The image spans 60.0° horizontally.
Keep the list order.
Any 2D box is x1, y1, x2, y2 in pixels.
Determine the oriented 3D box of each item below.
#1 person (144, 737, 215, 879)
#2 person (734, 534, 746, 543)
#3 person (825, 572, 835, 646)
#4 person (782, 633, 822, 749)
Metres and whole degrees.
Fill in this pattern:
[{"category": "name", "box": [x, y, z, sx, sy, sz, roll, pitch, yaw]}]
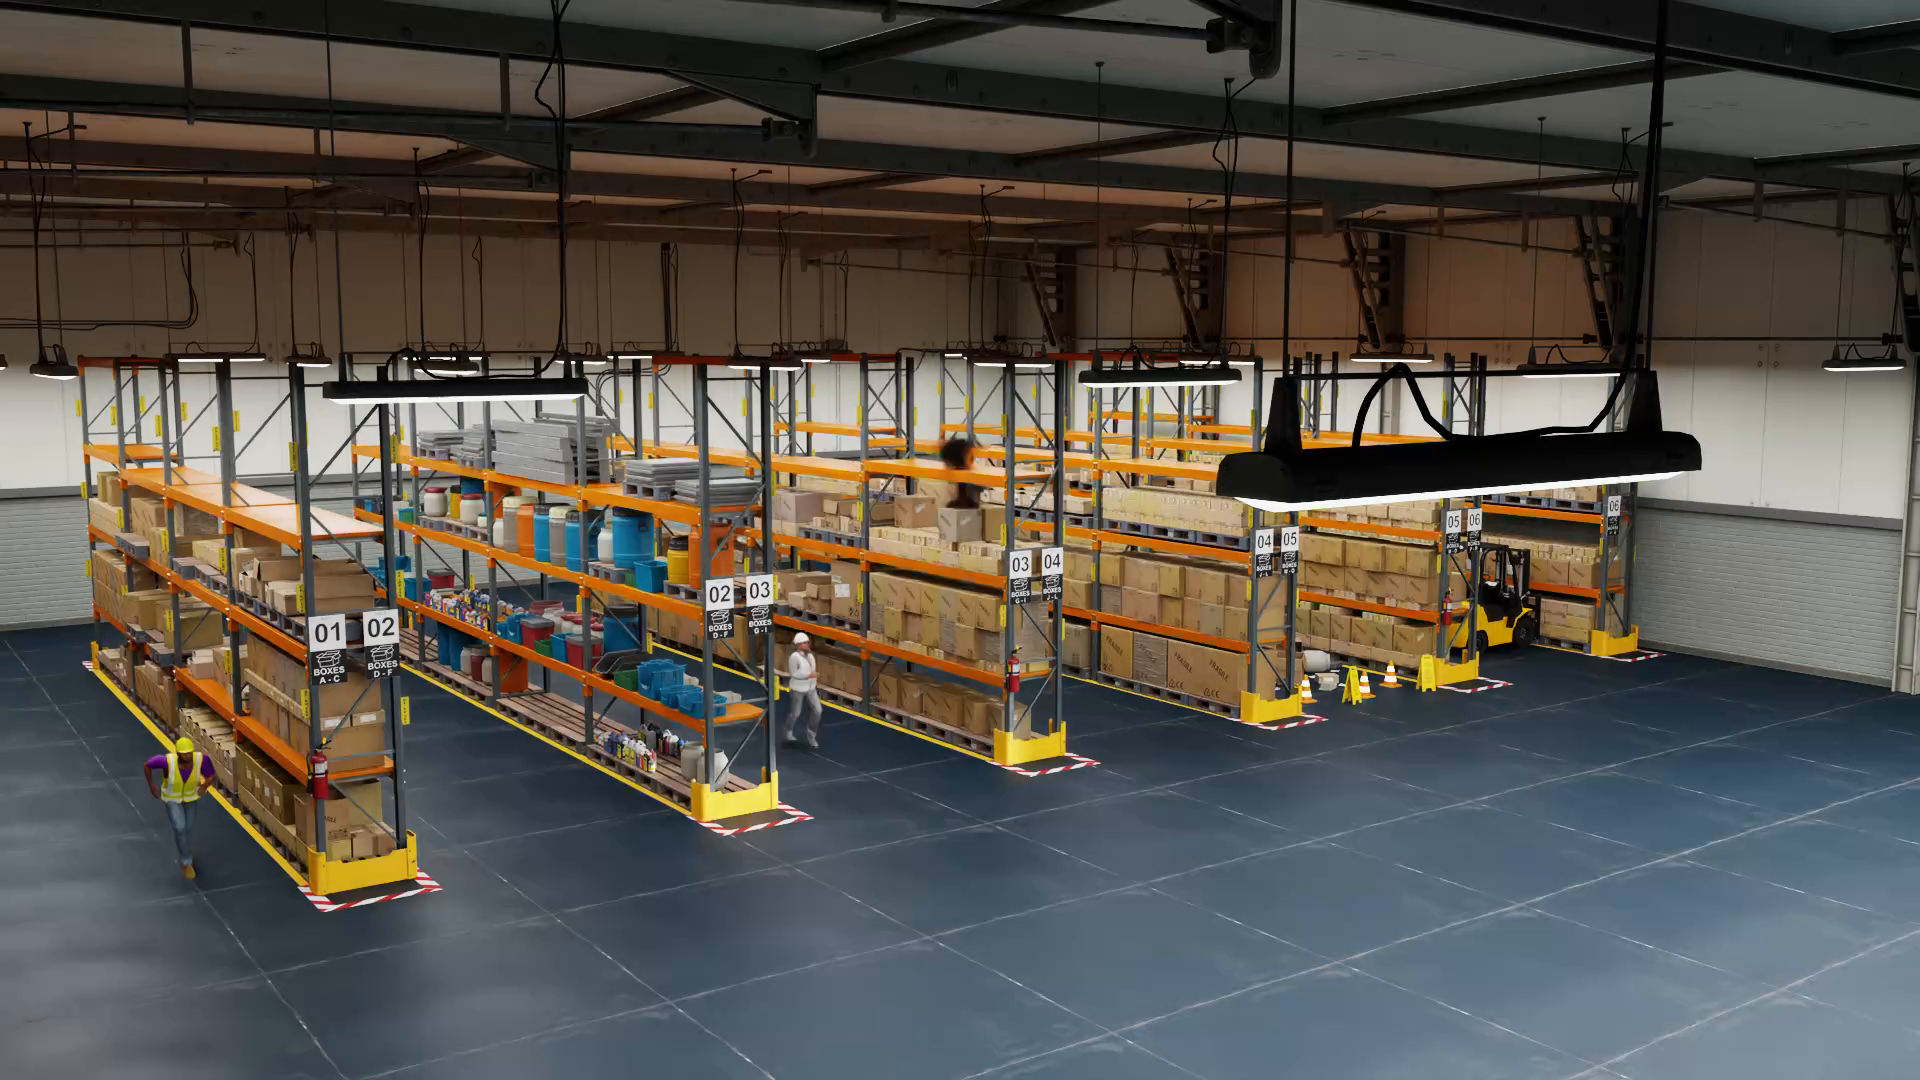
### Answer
[{"category": "person", "box": [-9.278, 3.134, 19.807, 0.754, 1.721, 1.041, -4, 8, -32]}, {"category": "person", "box": [-5.622, 0.512, 40.948, 0.795, 1.768, 0.684, 0, 7, -2]}, {"category": "person", "box": [-2.547, 1.448, 33.288, 0.641, 1.735, 0.725, -6, 9, -38]}, {"category": "person", "box": [-2.436, 2.337, 25.783, 0.832, 1.825, 0.611, 7, 10, 44]}]
